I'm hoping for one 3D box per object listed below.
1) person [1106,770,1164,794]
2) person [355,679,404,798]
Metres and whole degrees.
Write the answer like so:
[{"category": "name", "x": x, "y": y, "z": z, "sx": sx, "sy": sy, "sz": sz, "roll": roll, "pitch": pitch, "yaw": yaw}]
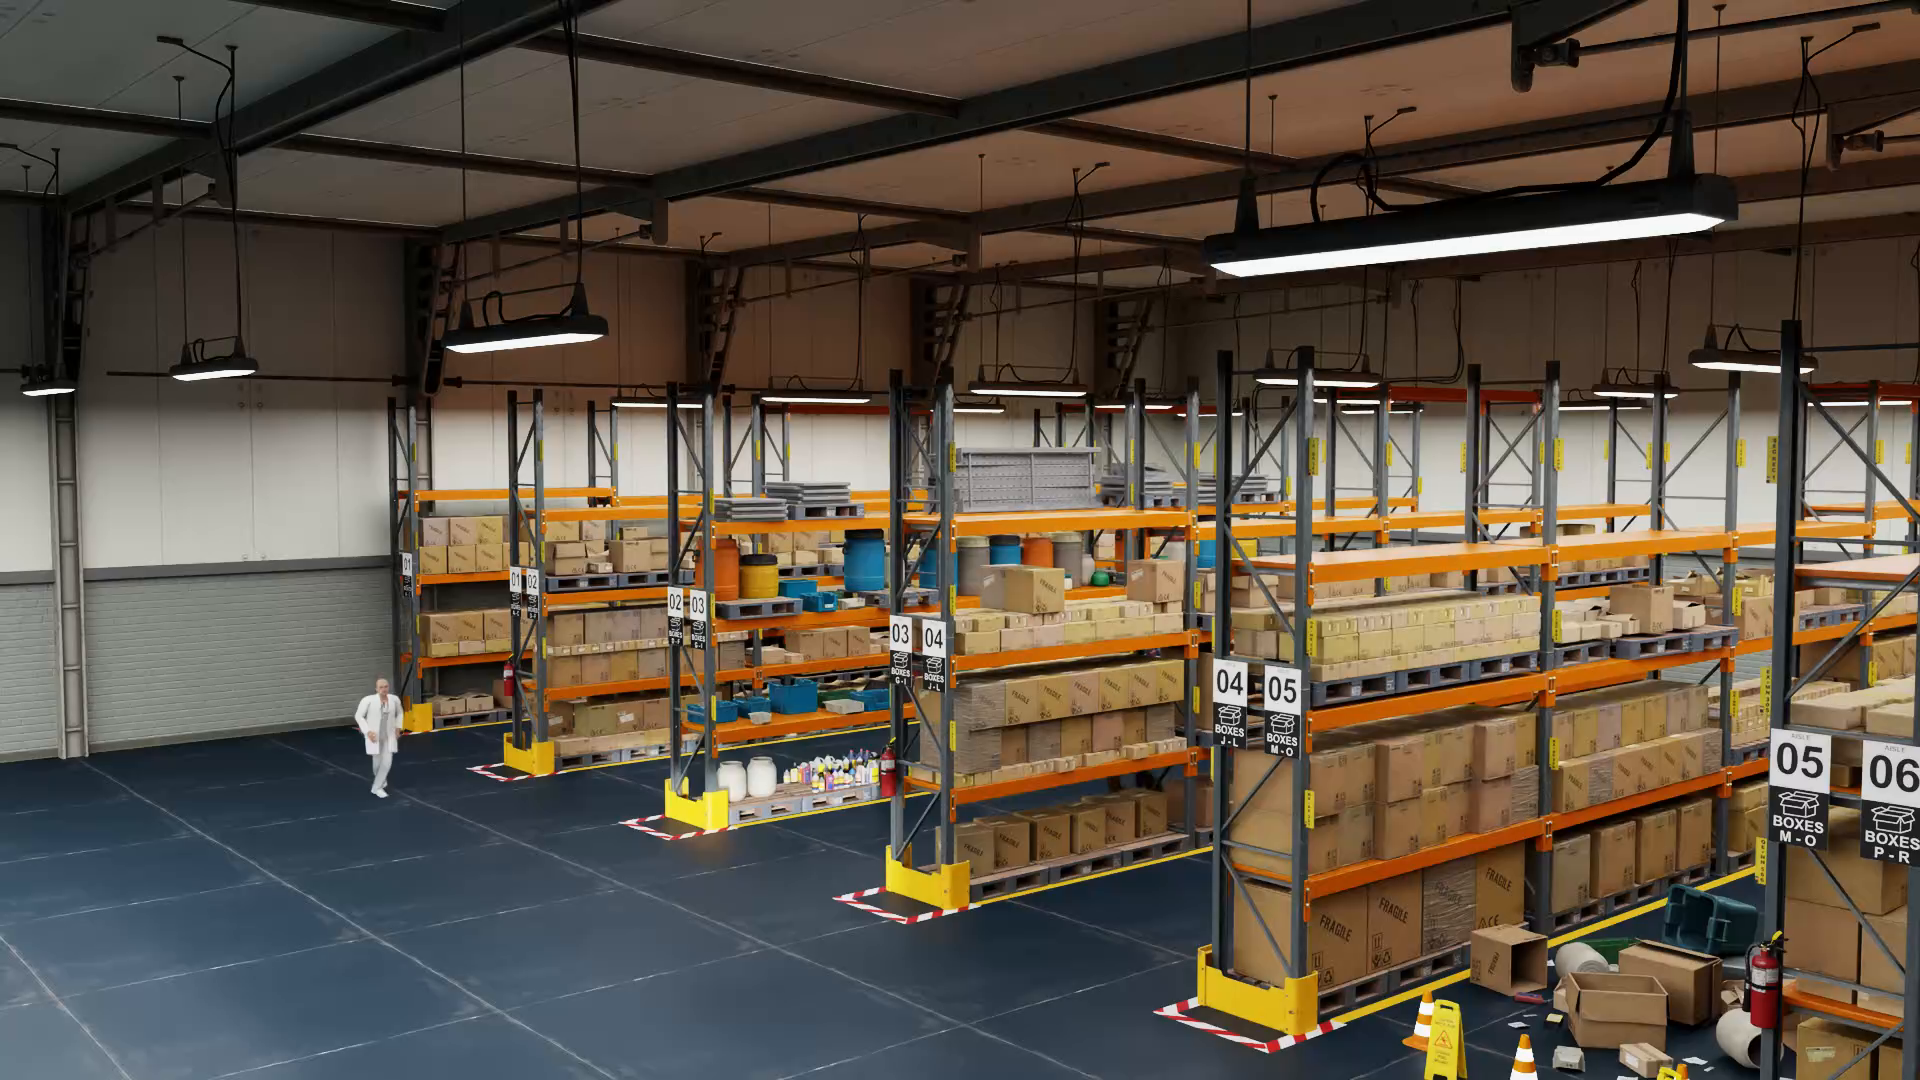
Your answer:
[{"category": "person", "x": 2.442, "y": 2.964, "z": 23.439, "sx": 1.065, "sy": 1.631, "sz": 0.714, "roll": -2, "pitch": 4, "yaw": -29}, {"category": "person", "x": -8.531, "y": 2.885, "z": 24.443, "sx": 0.703, "sy": 1.730, "sz": 0.649, "roll": -2, "pitch": 4, "yaw": -28}]
